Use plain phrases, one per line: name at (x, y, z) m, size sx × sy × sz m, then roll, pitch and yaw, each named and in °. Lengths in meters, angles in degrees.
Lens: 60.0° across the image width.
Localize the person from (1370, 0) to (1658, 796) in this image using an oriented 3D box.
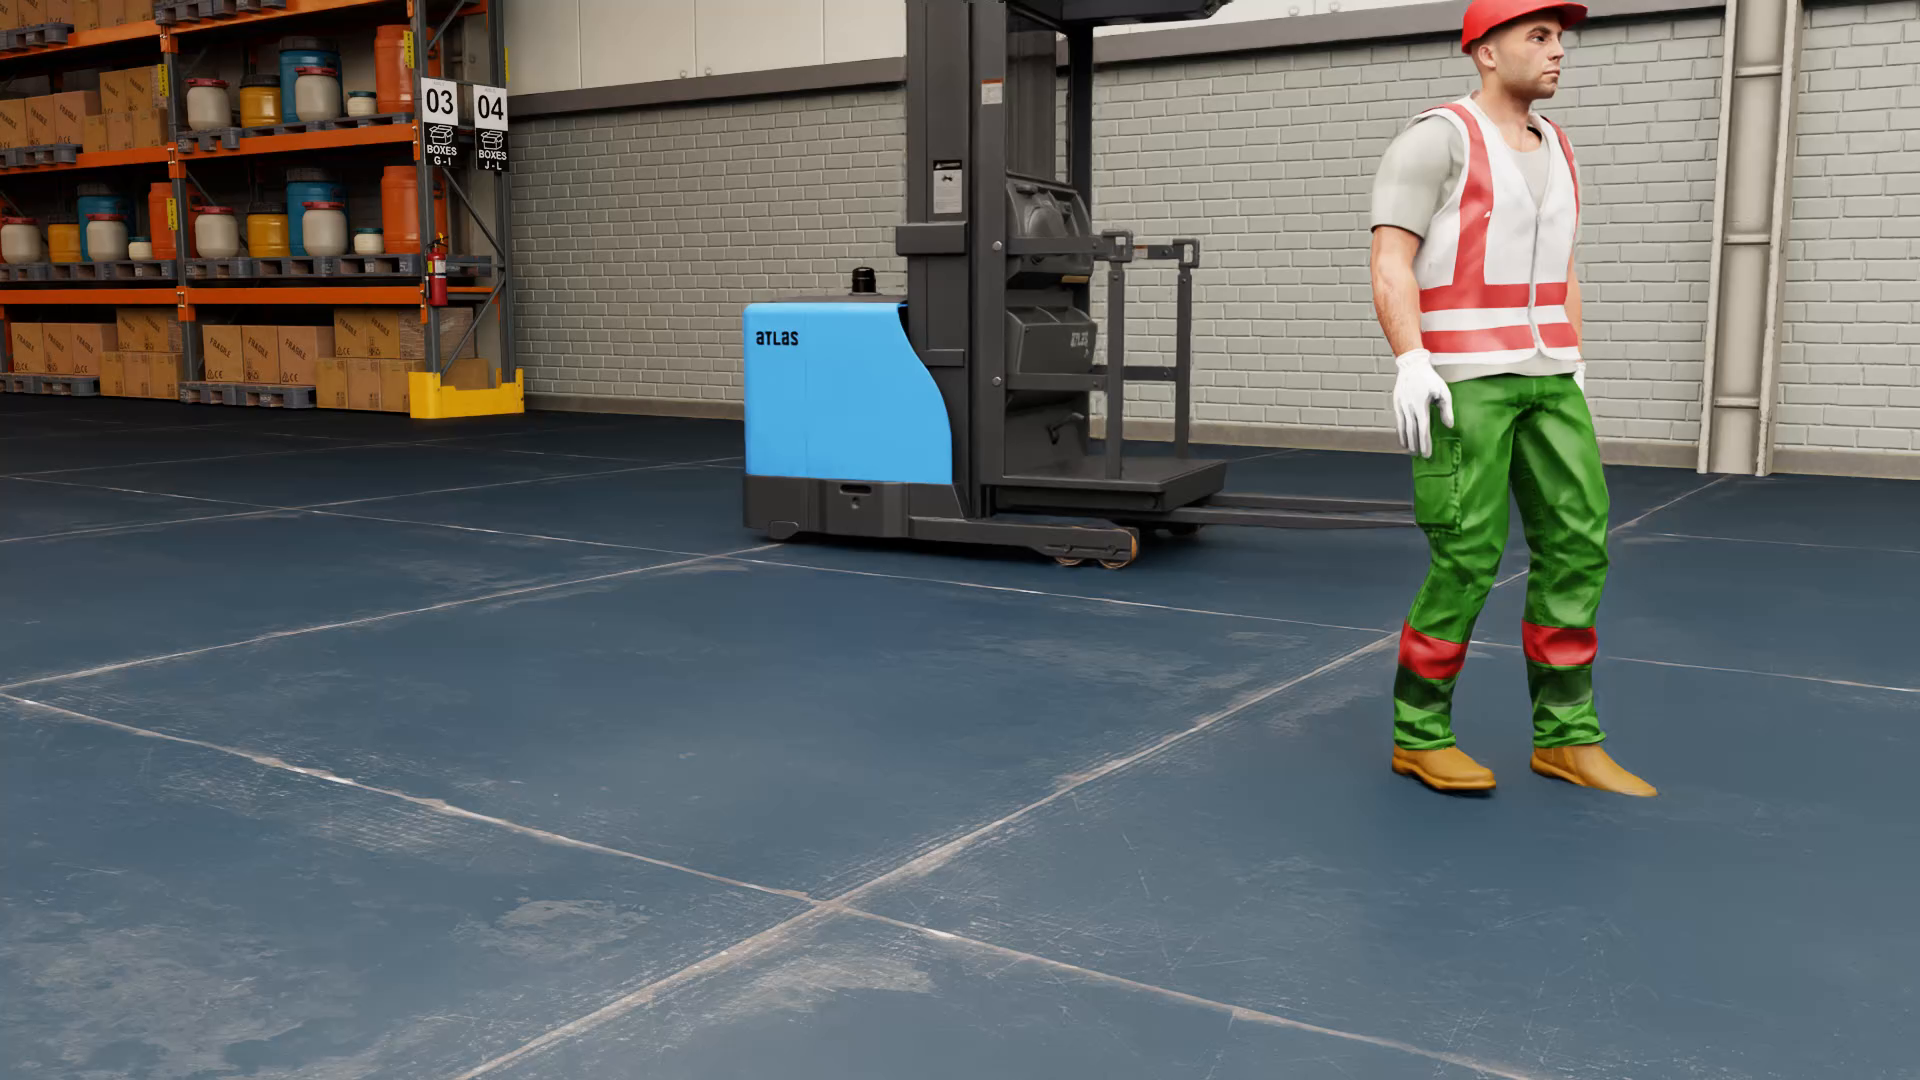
person at (1.223, -0.321, 3.656) m, size 0.630 × 1.814 × 0.506 m, roll -4°, pitch 9°, yaw -26°

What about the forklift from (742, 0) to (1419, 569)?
forklift at (0.580, -1.418, 7.168) m, size 3.031 × 2.935 × 1.130 m, roll 4°, pitch 9°, yaw 23°
